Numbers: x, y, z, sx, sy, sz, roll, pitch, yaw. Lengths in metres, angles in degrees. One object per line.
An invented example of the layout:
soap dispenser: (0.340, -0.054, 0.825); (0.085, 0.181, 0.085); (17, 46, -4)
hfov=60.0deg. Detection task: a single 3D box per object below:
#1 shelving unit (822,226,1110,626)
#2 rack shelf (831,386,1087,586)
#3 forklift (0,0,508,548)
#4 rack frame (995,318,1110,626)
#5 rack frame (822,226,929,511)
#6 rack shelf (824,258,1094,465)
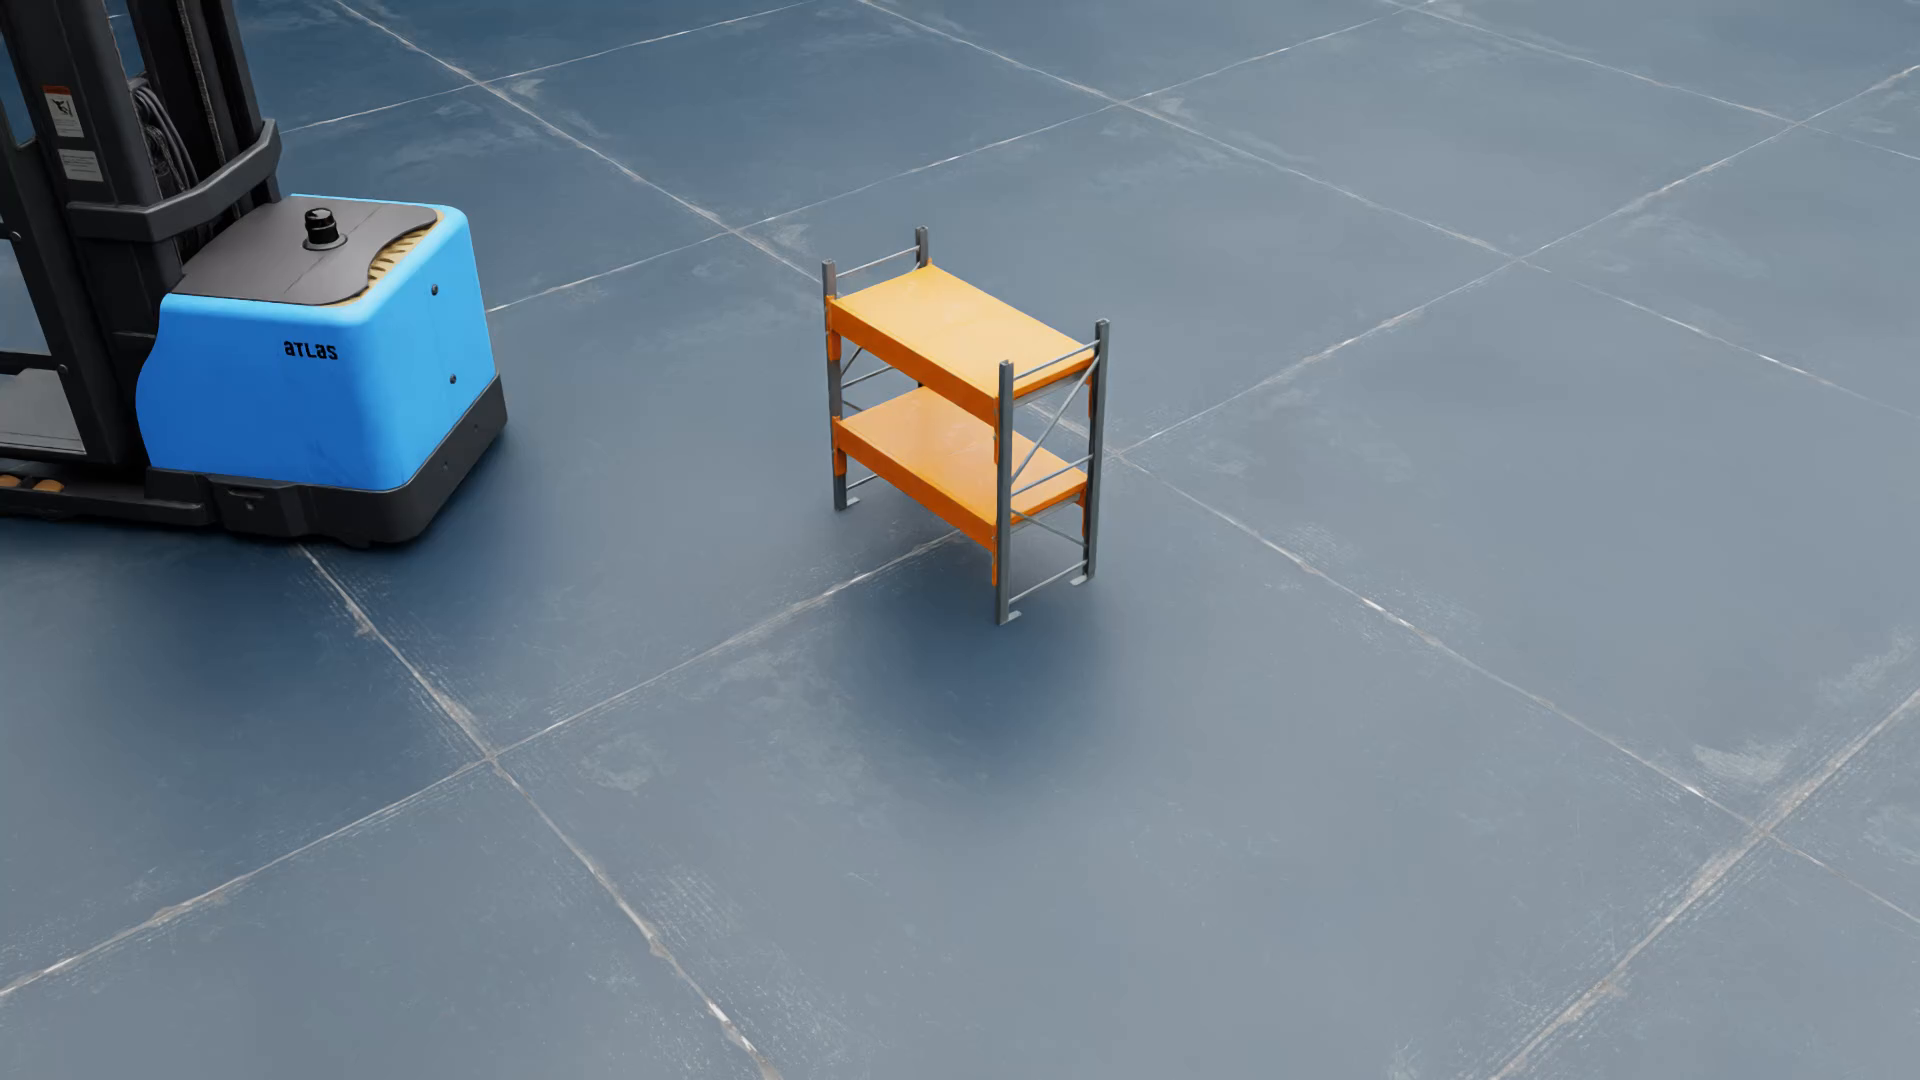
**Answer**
shelving unit: (0.004, -0.456, 6.421); (0.538, 1.125, 1.048); (-26, 43, -32)
rack shelf: (0.004, -0.257, 6.562); (0.538, 0.278, 1.000); (-26, 43, -32)
forklift: (-3.572, -1.570, 6.431); (3.031, 2.935, 1.130); (6, 36, 8)
rack frame: (0.332, -0.232, 6.104); (0.500, 1.125, 0.032); (-26, 43, -32)
rack frame: (-0.324, -0.680, 6.738); (0.500, 1.125, 0.032); (-26, 43, -32)
rack shelf: (0.004, -0.695, 6.252); (0.538, 0.278, 1.000); (-26, 43, -32)
